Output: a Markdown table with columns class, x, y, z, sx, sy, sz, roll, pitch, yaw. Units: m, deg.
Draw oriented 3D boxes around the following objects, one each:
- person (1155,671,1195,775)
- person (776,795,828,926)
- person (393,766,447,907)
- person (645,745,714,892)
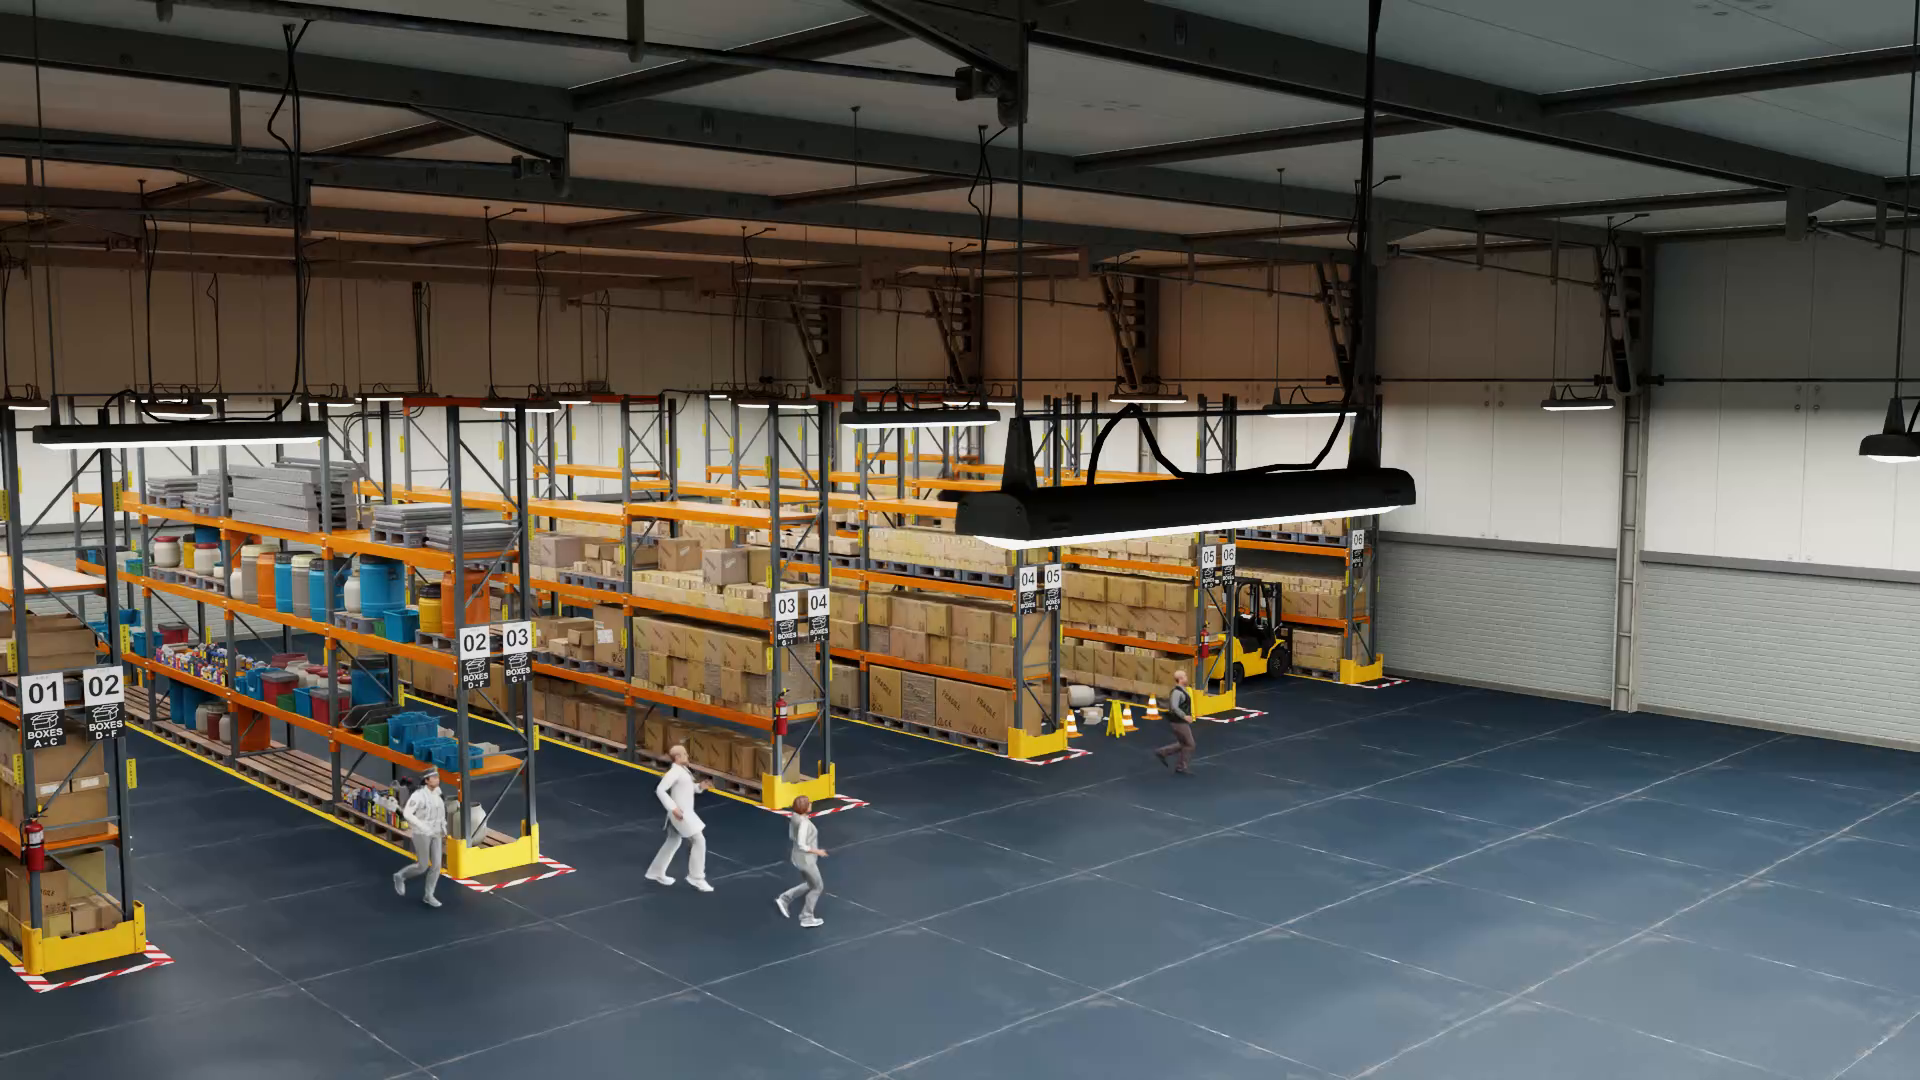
| class | x | y | z | sx | sy | sz | roll | pitch | yaw |
| --- | --- | --- | --- | --- | --- | --- | --- | --- | --- |
| person | 3.464 | 2.924 | 26.639 | 0.602 | 1.671 | 0.678 | 1 | 6 | 7 |
| person | -1.828 | 3.706 | 19.179 | 0.566 | 1.547 | 0.534 | -2 | 6 | -19 |
| person | -6.505 | 3.568 | 20.259 | 0.693 | 1.671 | 0.664 | 3 | 6 | 27 |
| person | -3.472 | 3.557 | 20.602 | 0.849 | 1.640 | 0.675 | -1 | 6 | -13 |
